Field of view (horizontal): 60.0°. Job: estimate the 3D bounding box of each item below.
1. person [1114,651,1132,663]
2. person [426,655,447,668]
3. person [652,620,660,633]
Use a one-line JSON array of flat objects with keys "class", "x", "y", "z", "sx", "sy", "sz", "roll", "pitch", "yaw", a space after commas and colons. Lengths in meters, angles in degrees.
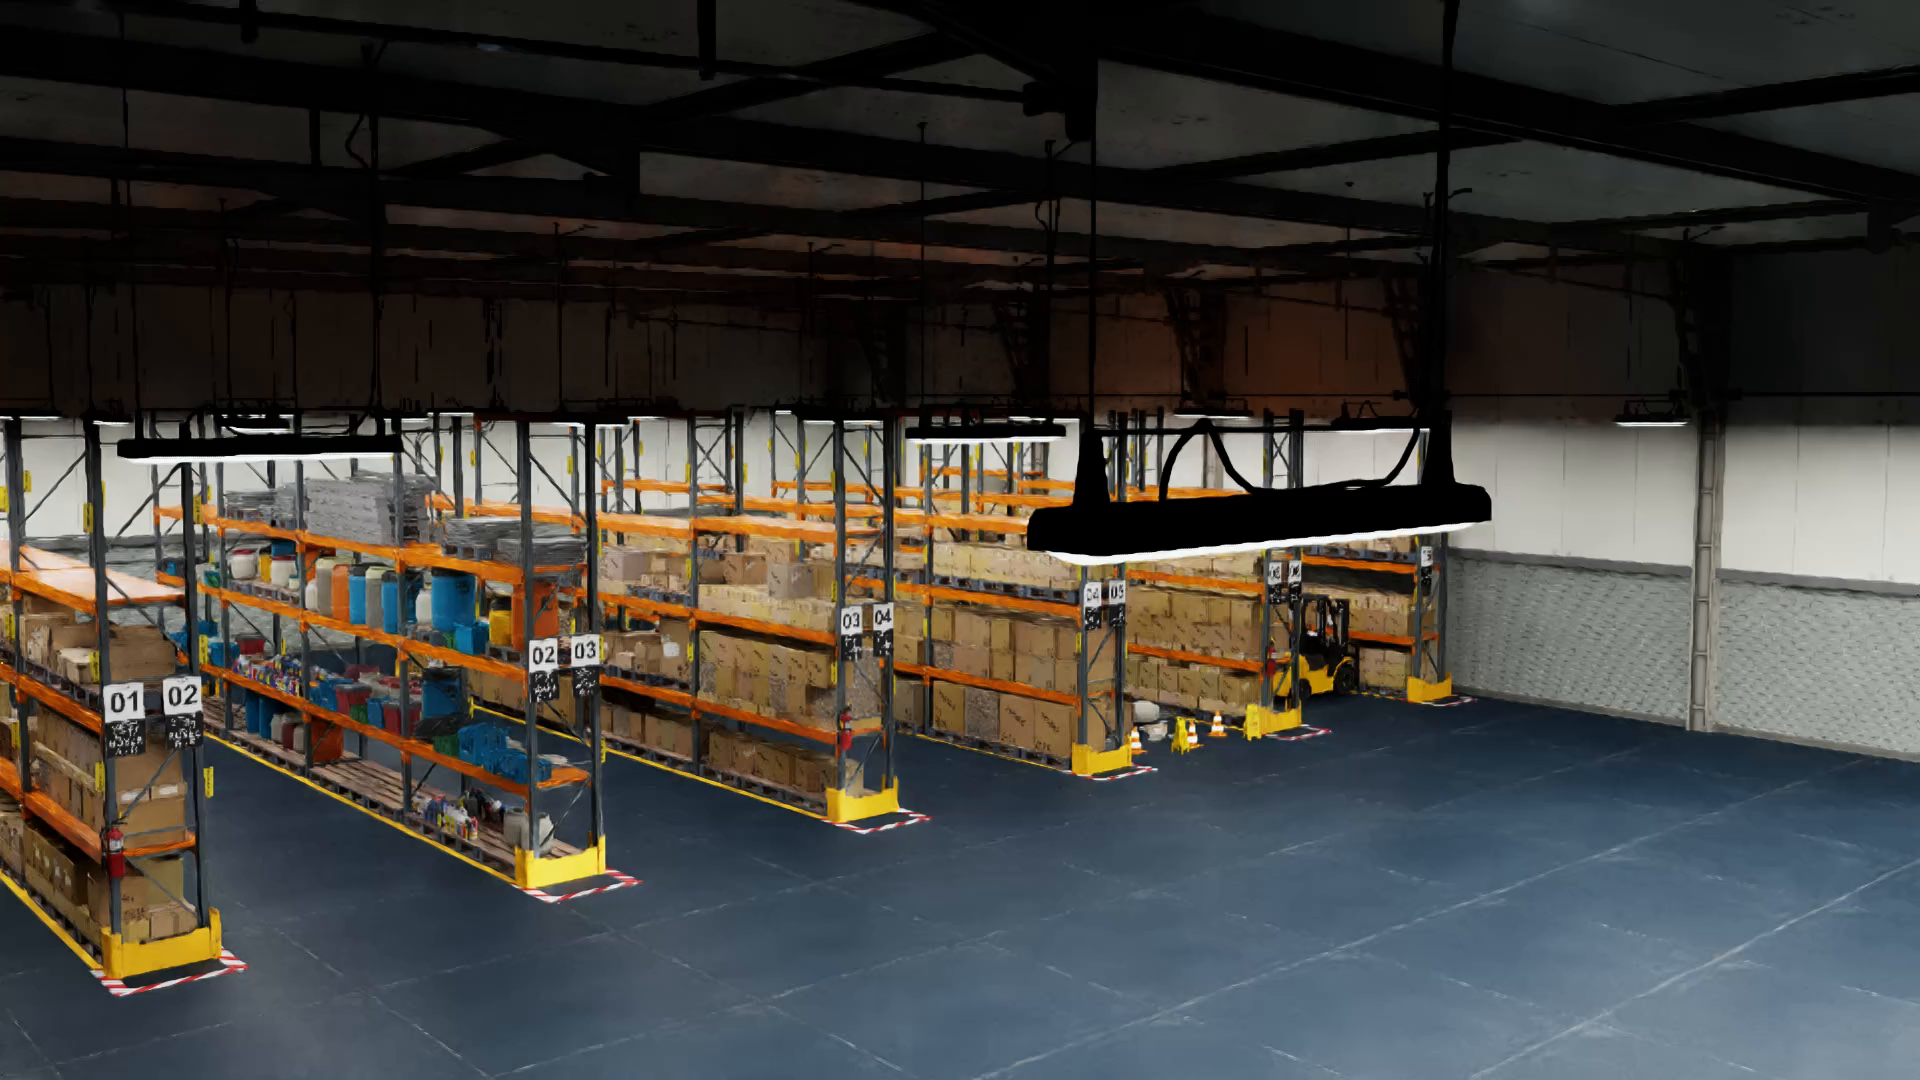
[{"class": "person", "x": 3.719, "y": 2.037, "z": 38.813, "sx": 0.593, "sy": 1.745, "sz": 0.652, "roll": -1, "pitch": 5, "yaw": -16}, {"class": "person", "x": -10.244, "y": 2.621, "z": 32.625, "sx": 0.502, "sy": 1.681, "sz": 0.417, "roll": 2, "pitch": 5, "yaw": 21}, {"class": "person", "x": -6.405, "y": 2.469, "z": 34.947, "sx": 0.625, "sy": 1.611, "sz": 0.582, "roll": -5, "pitch": 7, "yaw": -43}]
